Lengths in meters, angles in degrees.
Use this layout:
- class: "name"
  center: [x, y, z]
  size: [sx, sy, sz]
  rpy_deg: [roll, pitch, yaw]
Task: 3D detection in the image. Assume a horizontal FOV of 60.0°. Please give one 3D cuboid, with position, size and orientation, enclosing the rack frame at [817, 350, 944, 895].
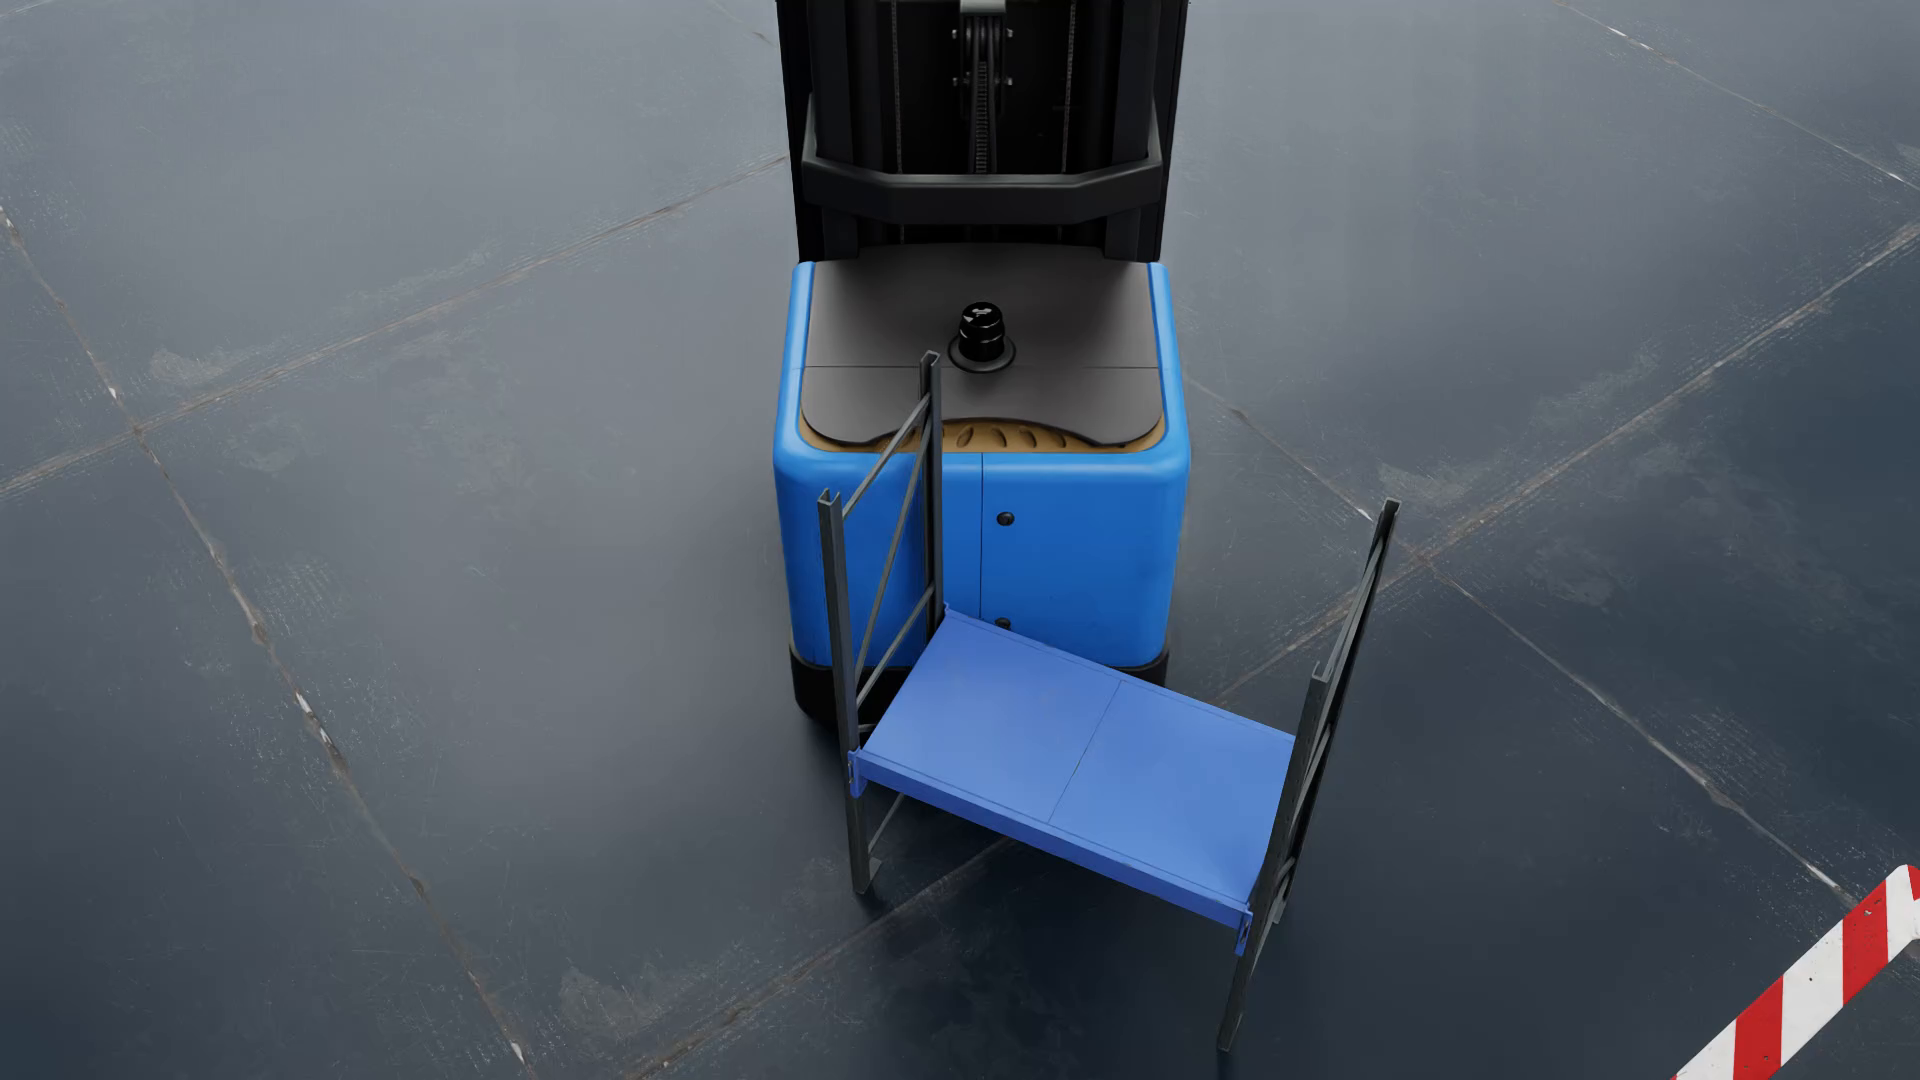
- class: "rack frame"
  center: [-0.162, 0.264, 3.998]
  size: [0.032, 1.500, 0.500]
  rpy_deg: [19, 51, 17]

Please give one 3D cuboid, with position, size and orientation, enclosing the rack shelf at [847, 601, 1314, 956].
- class: "rack shelf"
  center: [0.296, 0.548, 3.984]
  size: [1.000, 0.185, 0.538]
  rpy_deg: [19, 51, 17]

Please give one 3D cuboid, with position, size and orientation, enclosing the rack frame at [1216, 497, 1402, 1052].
- class: "rack frame"
  center: [0.755, 0.589, 3.704]
  size: [0.032, 1.500, 0.500]
  rpy_deg: [19, 51, 17]

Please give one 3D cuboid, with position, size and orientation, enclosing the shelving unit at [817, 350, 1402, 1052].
- class: "shelving unit"
  center: [0.296, 0.427, 3.851]
  size: [1.048, 1.500, 0.538]
  rpy_deg: [19, 51, 17]

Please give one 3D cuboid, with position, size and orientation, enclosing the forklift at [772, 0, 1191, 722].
- class: "forklift"
  center: [0.059, -1.544, 4.671]
  size: [1.130, 2.935, 3.031]
  rpy_deg: [0, 48, 0]
